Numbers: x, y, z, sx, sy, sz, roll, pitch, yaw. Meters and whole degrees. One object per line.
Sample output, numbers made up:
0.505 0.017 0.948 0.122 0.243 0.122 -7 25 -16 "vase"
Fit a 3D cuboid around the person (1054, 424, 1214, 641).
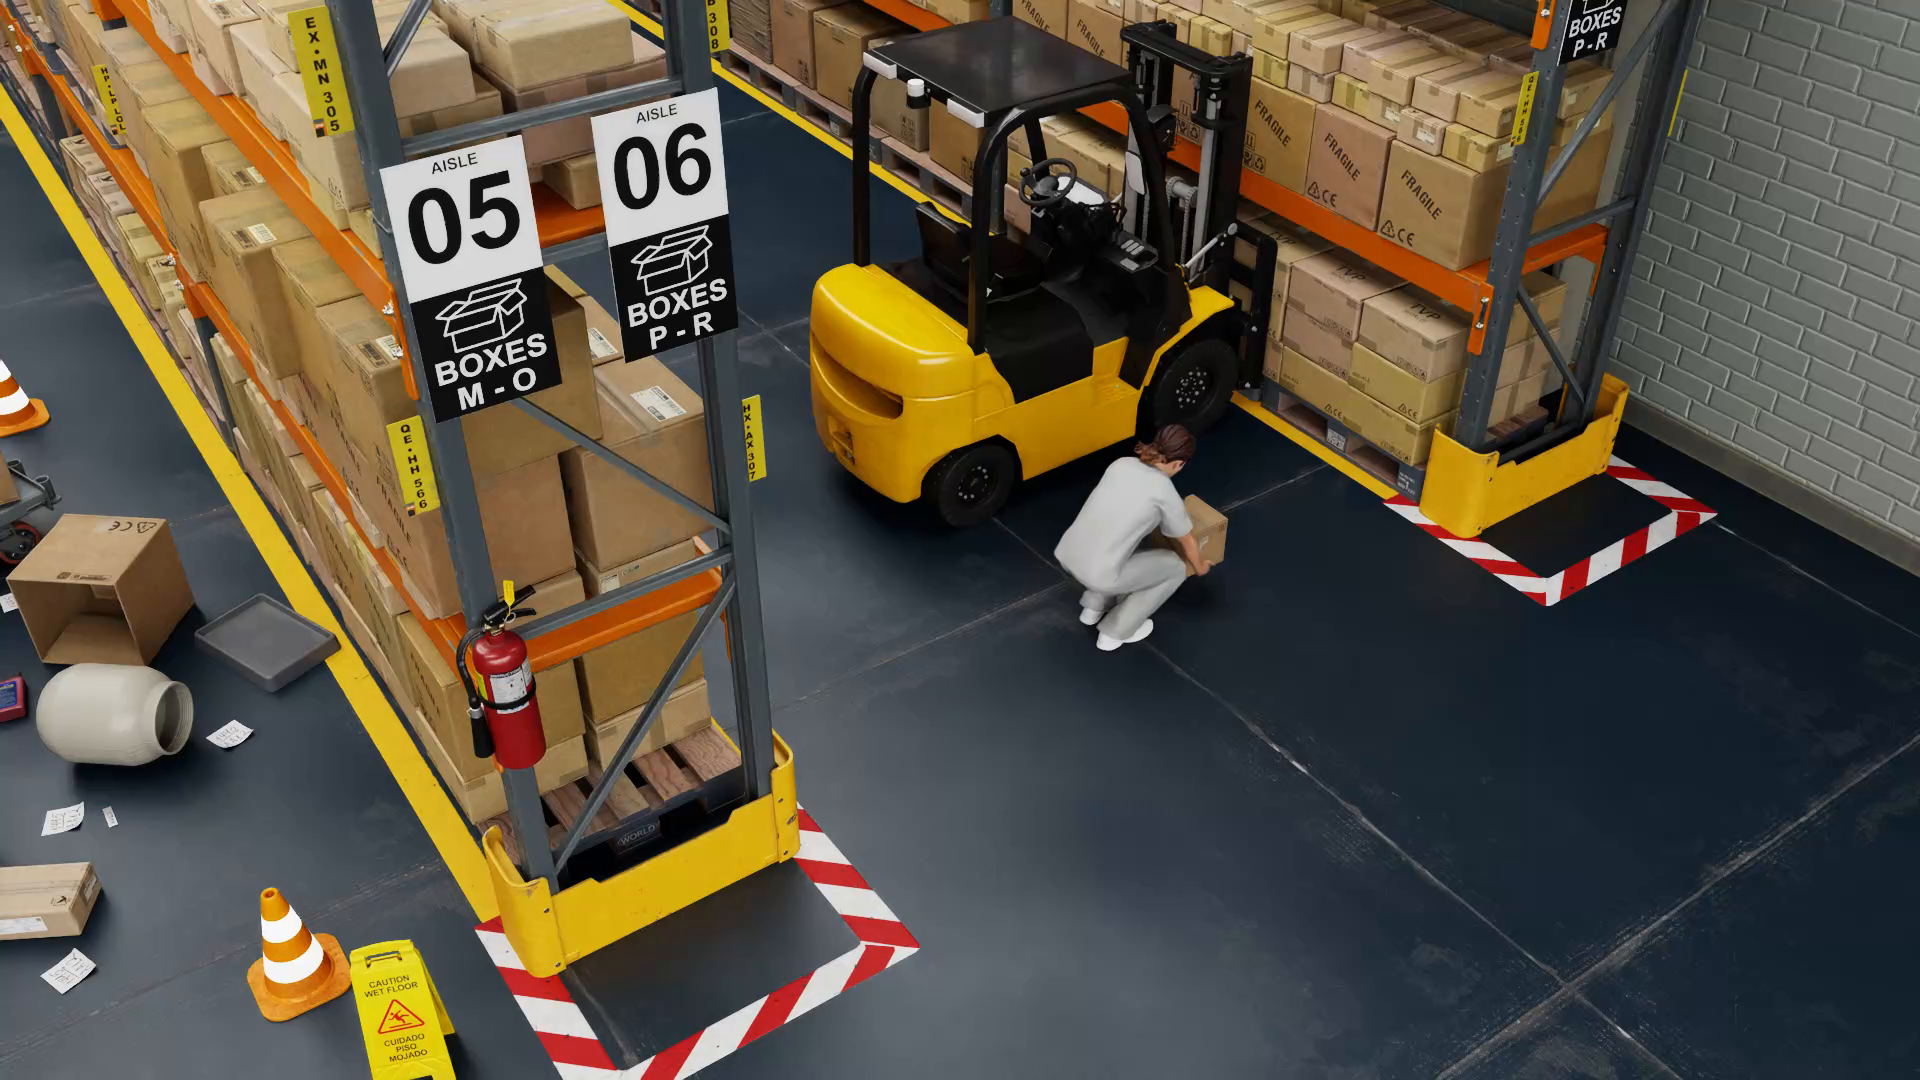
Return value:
0.794 -0.036 7.643 0.803 0.914 0.485 -23 42 -28 "person"
